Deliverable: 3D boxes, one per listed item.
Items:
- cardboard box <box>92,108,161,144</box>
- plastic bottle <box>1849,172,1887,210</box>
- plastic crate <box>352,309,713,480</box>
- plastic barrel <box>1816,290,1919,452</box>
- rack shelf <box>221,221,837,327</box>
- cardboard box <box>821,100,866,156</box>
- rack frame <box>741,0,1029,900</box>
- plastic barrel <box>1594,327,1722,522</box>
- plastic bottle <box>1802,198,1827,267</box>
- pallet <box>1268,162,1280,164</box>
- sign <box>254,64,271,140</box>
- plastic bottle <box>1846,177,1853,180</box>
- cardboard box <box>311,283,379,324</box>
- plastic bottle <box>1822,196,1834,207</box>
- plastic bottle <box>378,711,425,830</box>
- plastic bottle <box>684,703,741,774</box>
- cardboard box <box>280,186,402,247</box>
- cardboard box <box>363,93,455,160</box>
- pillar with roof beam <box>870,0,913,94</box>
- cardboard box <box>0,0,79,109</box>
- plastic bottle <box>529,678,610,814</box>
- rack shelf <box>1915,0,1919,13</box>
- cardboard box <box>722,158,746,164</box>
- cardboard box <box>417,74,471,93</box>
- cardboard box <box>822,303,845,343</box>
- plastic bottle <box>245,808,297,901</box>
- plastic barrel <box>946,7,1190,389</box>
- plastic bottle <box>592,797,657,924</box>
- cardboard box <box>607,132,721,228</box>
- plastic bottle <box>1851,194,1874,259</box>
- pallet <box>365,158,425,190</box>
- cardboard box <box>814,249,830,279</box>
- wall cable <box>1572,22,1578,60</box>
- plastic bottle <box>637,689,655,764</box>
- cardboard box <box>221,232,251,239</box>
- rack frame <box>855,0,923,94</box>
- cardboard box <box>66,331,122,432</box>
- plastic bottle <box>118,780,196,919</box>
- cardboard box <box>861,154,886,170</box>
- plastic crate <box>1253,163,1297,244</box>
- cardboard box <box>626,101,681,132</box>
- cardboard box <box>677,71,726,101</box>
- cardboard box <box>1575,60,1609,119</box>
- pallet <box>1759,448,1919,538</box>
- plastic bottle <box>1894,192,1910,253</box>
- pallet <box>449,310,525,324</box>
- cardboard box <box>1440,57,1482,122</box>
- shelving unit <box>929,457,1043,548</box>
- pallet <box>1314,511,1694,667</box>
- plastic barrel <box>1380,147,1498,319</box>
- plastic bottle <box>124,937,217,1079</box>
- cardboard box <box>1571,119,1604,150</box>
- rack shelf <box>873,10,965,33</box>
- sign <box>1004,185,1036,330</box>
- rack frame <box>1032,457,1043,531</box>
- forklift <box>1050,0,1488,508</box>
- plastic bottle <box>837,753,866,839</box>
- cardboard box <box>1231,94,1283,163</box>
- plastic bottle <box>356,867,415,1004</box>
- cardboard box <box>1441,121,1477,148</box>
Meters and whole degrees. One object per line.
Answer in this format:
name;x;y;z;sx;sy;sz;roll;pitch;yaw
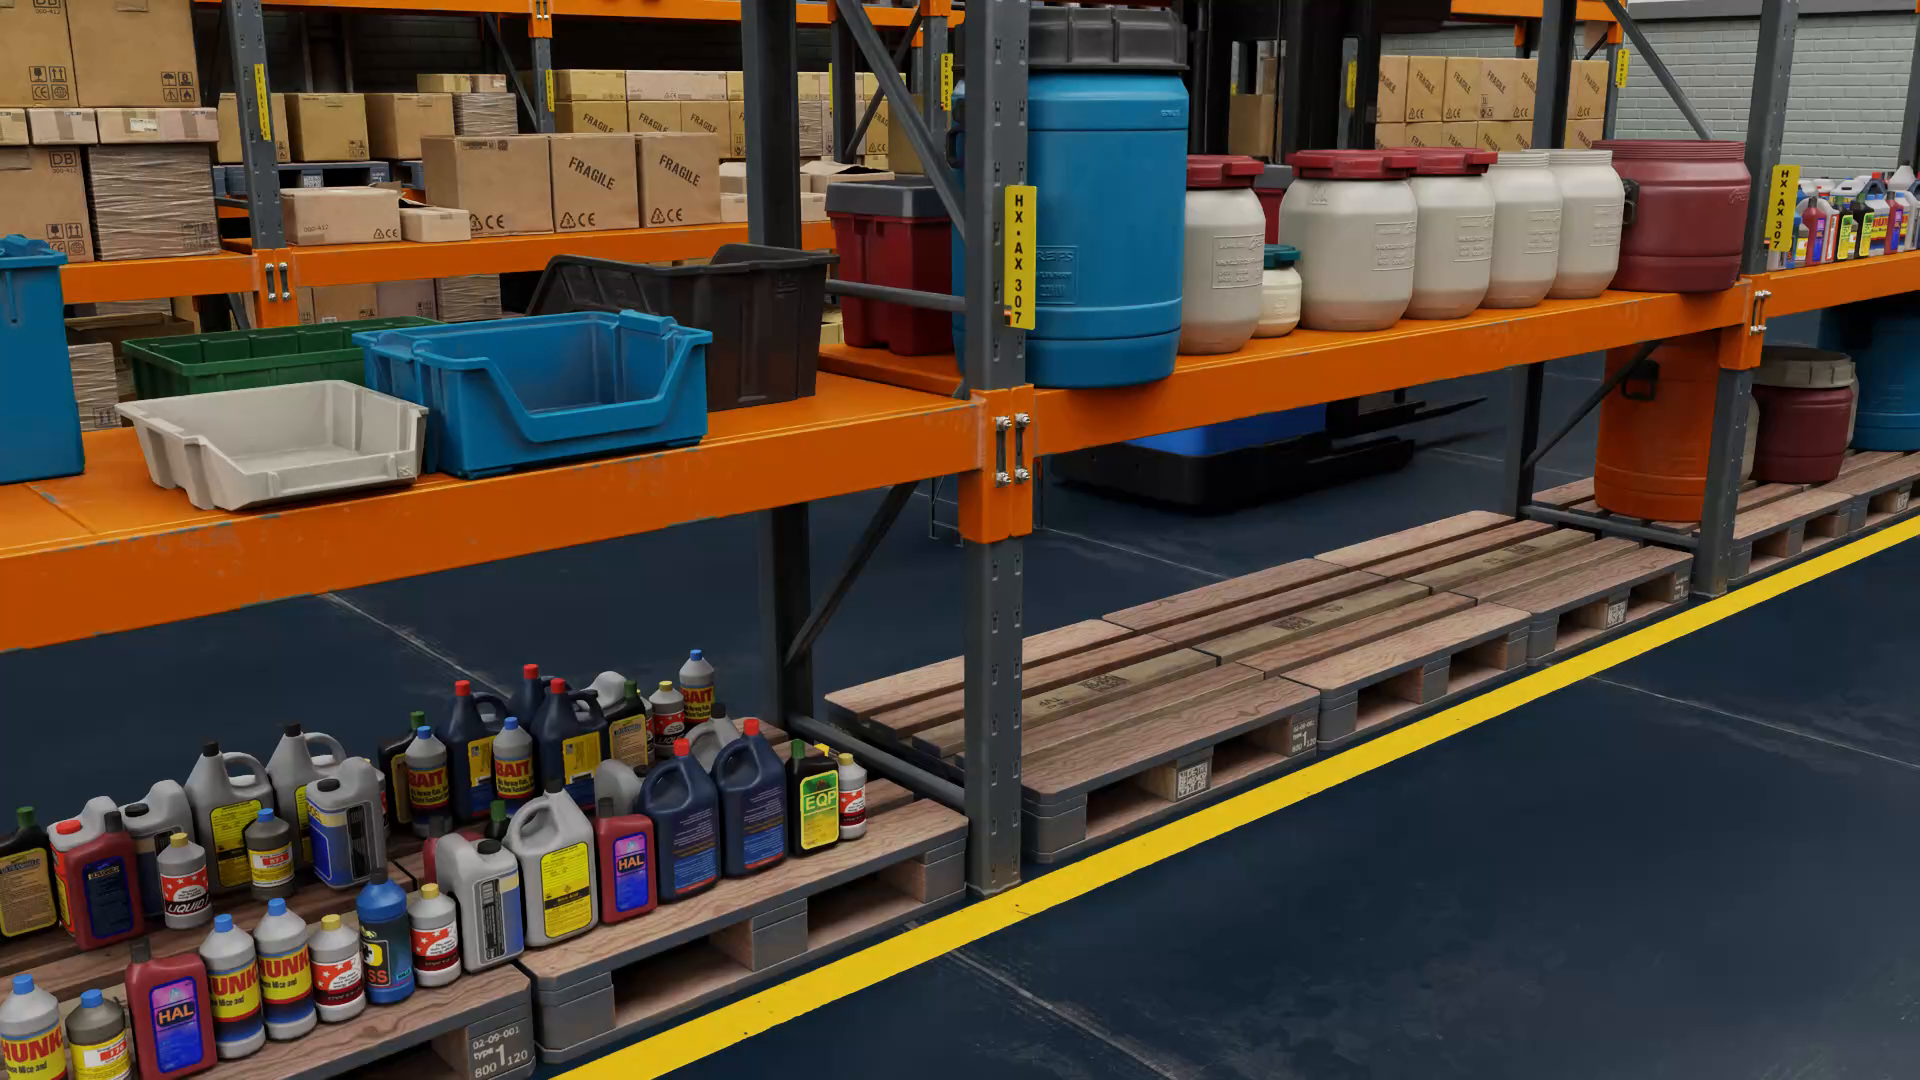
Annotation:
cardboard box;-3.715;-1.827;7.328;0.250;0.149;0.380;-13;20;-41
plastic bottle;4.310;-1.562;7.881;0.185;0.351;0.144;-13;19;-39
plastic crate;-0.871;-0.318;3.415;0.616;0.251;0.499;-13;19;-39
plastic barrel;4.865;-0.966;8.805;0.708;0.901;0.600;-13;19;-39
rack shelf;-1.954;-1.586;9.270;4.000;0.370;1.077;-13;19;-39
cardboard box;-1.243;-3.900;15.729;0.500;0.500;0.500;-12;19;-39
rack frame;-0.214;-0.630;4.296;0.127;3.000;1.000;-13;19;-39
plastic barrel;3.161;-0.548;7.381;0.708;0.830;0.600;-13;19;-39
plastic bottle;3.620;-1.308;7.062;0.133;0.283;0.061;-13;19;-39
pallet;1.898;-2.743;12.580;1.213;0.211;1.003;-13;19;-39
sign;-3.097;-1.944;7.383;0.005;0.325;0.100;-13;19;-39
plastic bottle;4.840;-1.842;9.085;0.097;0.271;0.097;0;15;0
cardboard box;-5.030;-1.955;13.247;0.500;0.500;0.700;-13;20;-40
plastic bottle;4.444;-1.668;8.566;0.097;0.201;0.097;0;15;0
plastic bottle;-1.390;0.578;4.186;0.133;0.283;0.061;-12;19;-37
plastic bottle;-0.605;0.574;4.068;0.185;0.351;0.144;-13;19;-39
cardboard box;-3.120;-1.614;8.272;0.500;0.250;0.500;-11;19;-36
cardboard box;-4.452;-3.316;13.304;0.700;0.500;0.500;14;20;42
pillar with roof beam;2.104;-6.261;13.753;0.400;9.000;9.100;-13;19;-39
cardboard box;-4.174;-2.108;7.121;0.500;0.500;0.700;-13;20;-39
plastic bottle;-1.001;0.521;4.266;0.185;0.351;0.144;-13;19;-39
rack shelf;4.312;-2.748;7.807;4.000;0.370;1.077;-13;19;-39
cardboard box;-2.149;-3.397;15.104;0.250;0.149;0.380;-13;19;-39
cardboard box;-4.173;-3.689;13.444;0.380;0.149;0.250;12;19;38
cardboard box;-0.679;-1.281;10.162;0.500;0.311;0.500;-12;19;-38
plastic bottle;-1.586;0.717;3.823;0.097;0.201;0.097;0;15;0
plastic barrel;0.276;-0.879;4.255;0.708;0.901;0.600;-13;19;-39
plastic bottle;-0.751;0.703;3.716;0.133;0.283;0.061;-11;19;-36
cardboard box;-1.700;-2.033;9.356;0.500;0.500;0.500;-14;20;-42
plastic bottle;3.996;-1.393;7.378;0.133;0.283;0.061;-13;19;-39
pallet;-4.167;-3.002;13.548;1.003;0.211;1.213;-13;19;-39
cardboard box;-1.756;-2.792;15.740;0.750;0.750;0.750;-12;19;-38
wall cable;6.837;-6.878;22.080;0.112;2.526;3.097;-13;19;-39
plastic bottle;-0.896;0.513;4.589;0.097;0.201;0.097;0;15;0
cardboard box;-5.453;-2.218;12.779;0.500;0.250;0.500;-13;20;-41
rack frame;-0.682;-3.914;16.590;0.127;3.000;1.000;-13;19;-39
cardboard box;-4.054;-0.628;7.350;0.500;0.500;0.500;-13;19;-39
plastic bottle;-1.821;0.694;3.766;0.135;0.276;0.152;-13;20;-41
cardboard box;-0.926;-3.642;16.022;0.250;0.149;0.380;-12;19;-38
plastic crate;1.384;-1.124;6.023;0.583;0.464;0.402;-13;19;-39
cardboard box;-2.764;-3.557;14.446;0.500;0.500;0.500;-12;19;-38
cardboard box;-2.409;-4.004;14.664;0.500;0.250;0.500;-12;19;-39
cardboard box;5.435;-4.030;14.894;0.500;0.500;0.500;-13;20;-40
pallet;4.291;-0.308;8.493;1.213;0.211;1.003;-13;19;-39
plastic bottle;4.319;-1.466;7.674;0.097;0.271;0.097;0;15;0
pallet;-4.290;-1.757;13.919;1.213;0.211;1.003;-13;19;-39
cardboard box;3.890;-3.681;13.587;0.500;0.500;0.500;-13;20;-41
shelving unit;0.125;-0.608;7.700;0.503;1.200;0.258;-13;19;-39
pallet;2.194;0.163;6.730;1.213;0.211;1.003;-13;19;-39
plastic barrel;1.532;-1.013;5.465;0.433;0.535;0.433;0;15;0
plastic bottle;-1.476;0.866;3.106;0.133;0.283;0.061;-12;19;-38
cardboard box;5.431;-3.547;15.024;0.500;0.500;0.500;-12;19;-38
rack shelf;0.826;-5.354;17.564;4.000;0.370;1.077;-13;19;-39
sign;0.139;-0.655;3.852;0.005;0.325;0.100;-13;19;-39
rack frame;0.309;-0.649;7.855;0.015;1.200;0.240;-13;19;-39
forklift;1.897;-1.872;9.081;3.031;2.935;1.130;-14;20;-41
plastic bottle;-0.283;0.632;4.143;0.097;0.201;0.097;0;15;0
cardboard box;2.068;-3.165;12.778;0.700;0.500;0.500;8;17;28
plastic bottle;-1.172;0.797;3.387;0.097;0.271;0.097;0;15;0
cardboard box;3.899;-3.203;13.737;0.500;0.500;0.500;-13;20;-40
